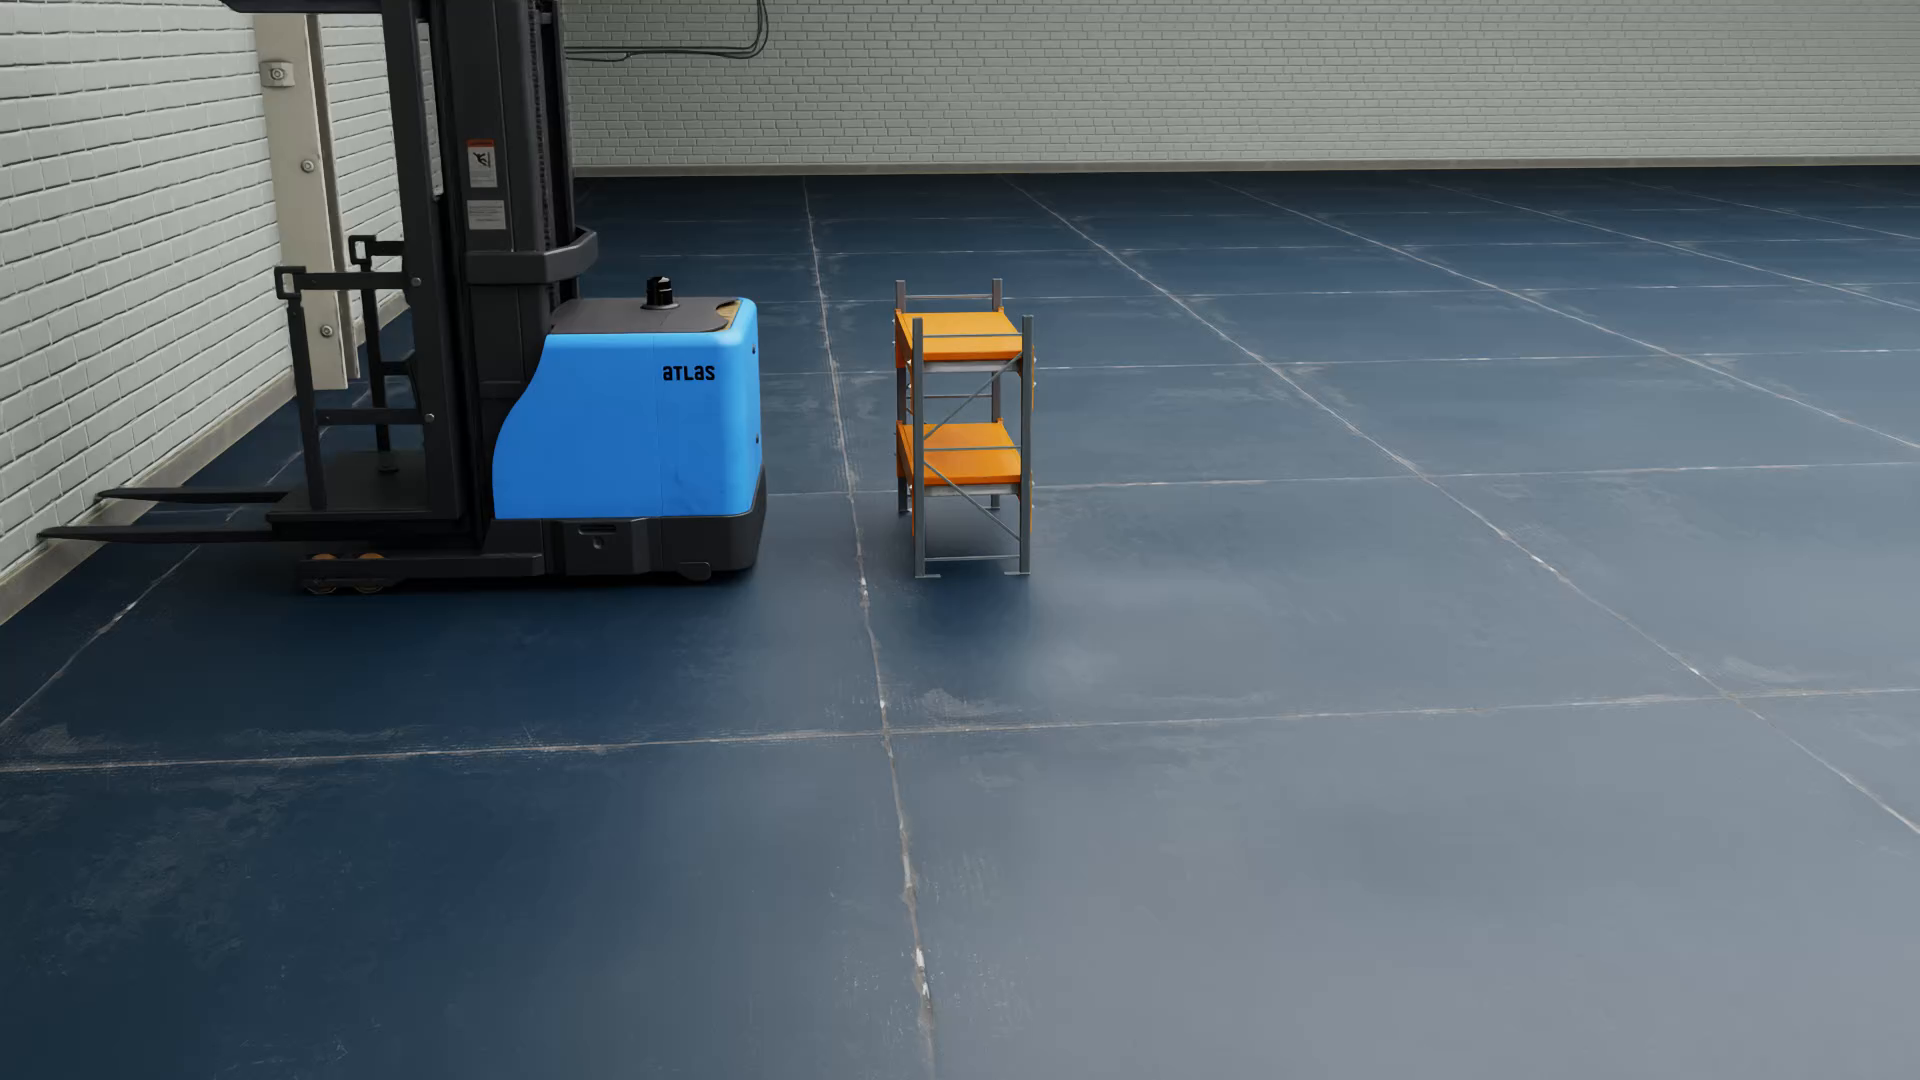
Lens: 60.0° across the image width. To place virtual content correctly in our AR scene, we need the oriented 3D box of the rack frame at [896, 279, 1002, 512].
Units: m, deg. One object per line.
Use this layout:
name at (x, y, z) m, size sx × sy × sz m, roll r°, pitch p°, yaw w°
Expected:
rack frame at (-0.052, -0.686, 7.985) m, size 0.500 × 1.125 × 0.032 m, roll -2°, pitch 18°, yaw -6°

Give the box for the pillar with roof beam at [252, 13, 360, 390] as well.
pillar with roof beam at (0.120, -5.460, 10.046) m, size 9.100 × 9.000 × 0.400 m, roll -2°, pitch 18°, yaw -6°

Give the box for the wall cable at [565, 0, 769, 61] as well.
wall cable at (-4.389, -8.340, 24.401) m, size 3.097 × 2.526 × 0.112 m, roll -2°, pitch 18°, yaw -6°

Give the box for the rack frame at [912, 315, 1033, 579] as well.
rack frame at (0.053, -0.383, 7.020) m, size 0.500 × 1.125 × 0.032 m, roll -2°, pitch 18°, yaw -6°

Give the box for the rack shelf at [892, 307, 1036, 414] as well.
rack shelf at (0.001, -0.814, 7.415) m, size 0.538 × 0.278 × 1.000 m, roll -2°, pitch 18°, yaw -6°

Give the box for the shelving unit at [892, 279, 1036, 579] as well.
shelving unit at (0.001, -0.535, 7.502) m, size 0.538 × 1.125 × 1.048 m, roll -2°, pitch 18°, yaw -6°

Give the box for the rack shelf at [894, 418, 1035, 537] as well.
rack shelf at (0.001, -0.301, 7.575) m, size 0.538 × 0.278 × 1.000 m, roll -2°, pitch 18°, yaw -6°

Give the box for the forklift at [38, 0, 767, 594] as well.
forklift at (-2.413, -1.334, 7.033) m, size 3.031 × 2.935 × 1.130 m, roll -1°, pitch 17°, yaw -3°
